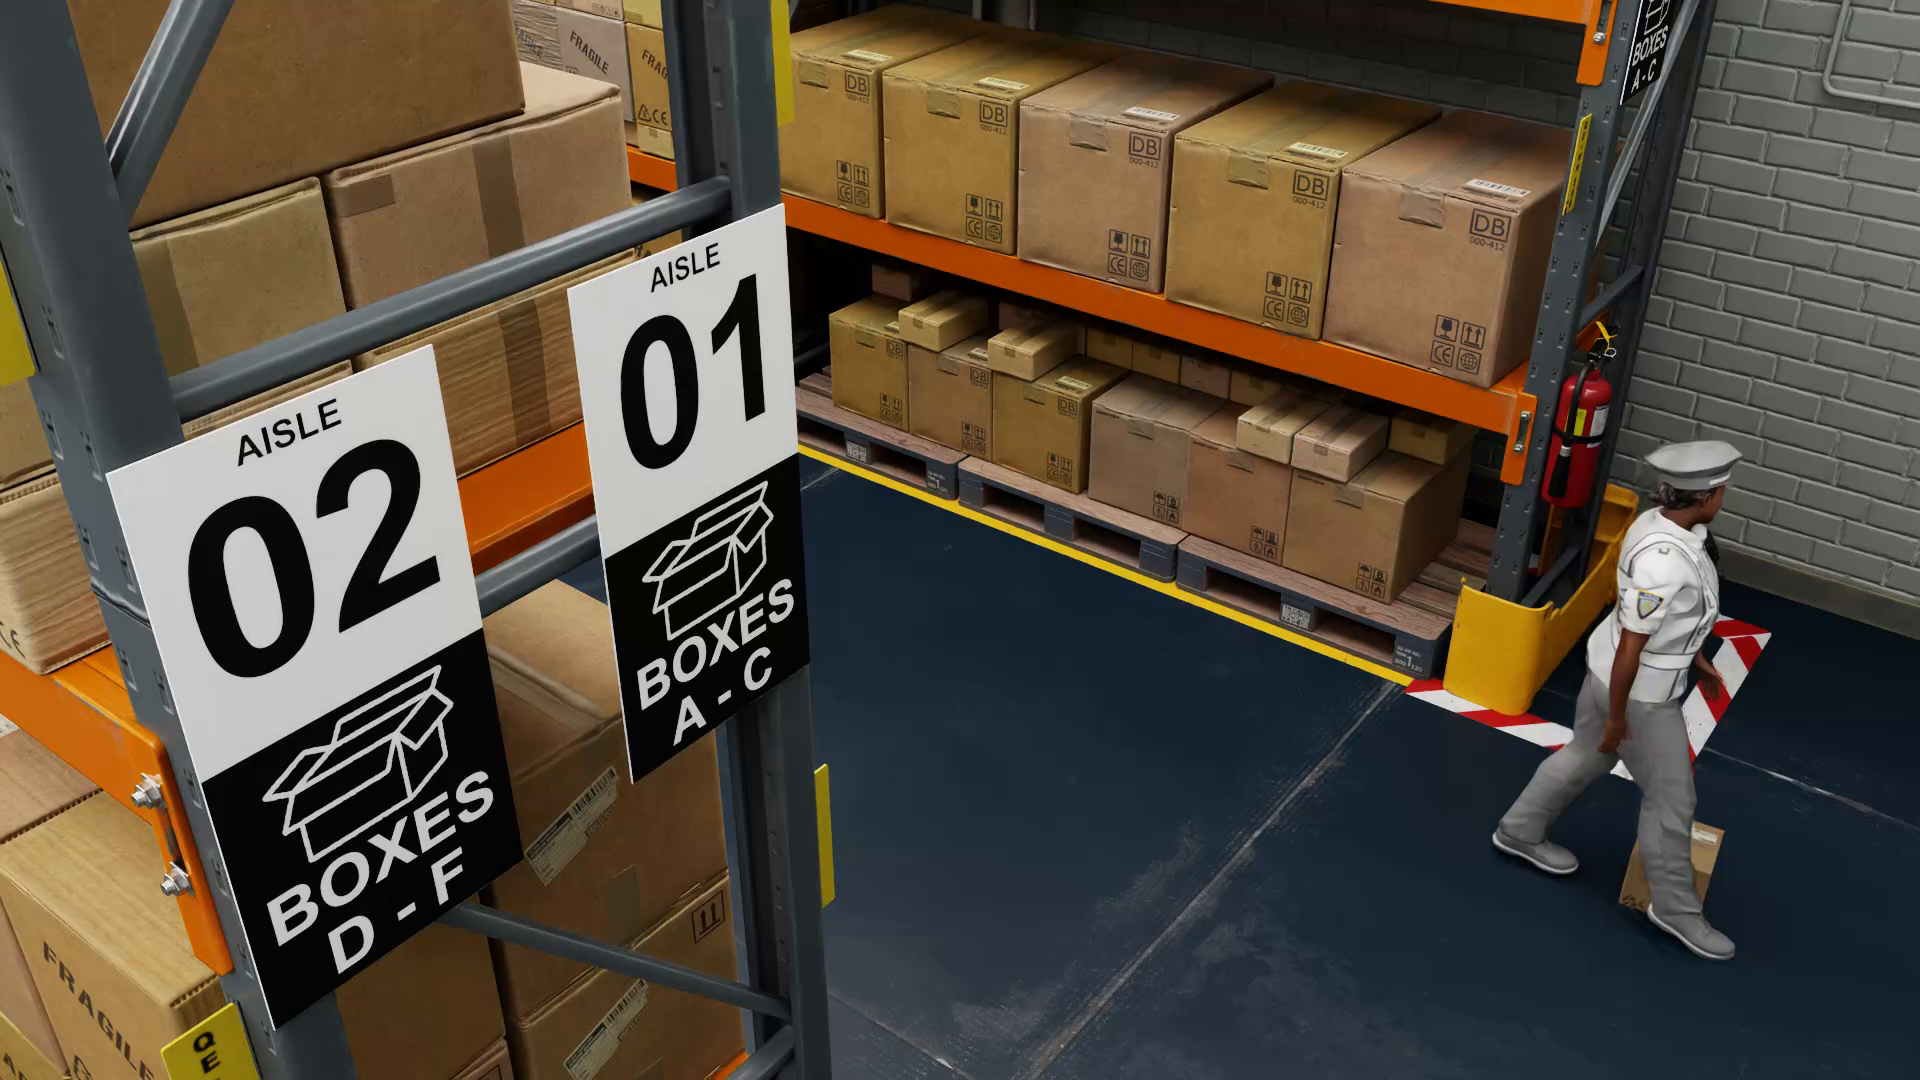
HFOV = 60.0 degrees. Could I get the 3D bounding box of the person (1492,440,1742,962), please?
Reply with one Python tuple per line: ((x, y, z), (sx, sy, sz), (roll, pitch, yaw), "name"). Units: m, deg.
((2.243, 0.488, 5.328), (0.787, 1.647, 0.547), (10, 33, 16), "person")
